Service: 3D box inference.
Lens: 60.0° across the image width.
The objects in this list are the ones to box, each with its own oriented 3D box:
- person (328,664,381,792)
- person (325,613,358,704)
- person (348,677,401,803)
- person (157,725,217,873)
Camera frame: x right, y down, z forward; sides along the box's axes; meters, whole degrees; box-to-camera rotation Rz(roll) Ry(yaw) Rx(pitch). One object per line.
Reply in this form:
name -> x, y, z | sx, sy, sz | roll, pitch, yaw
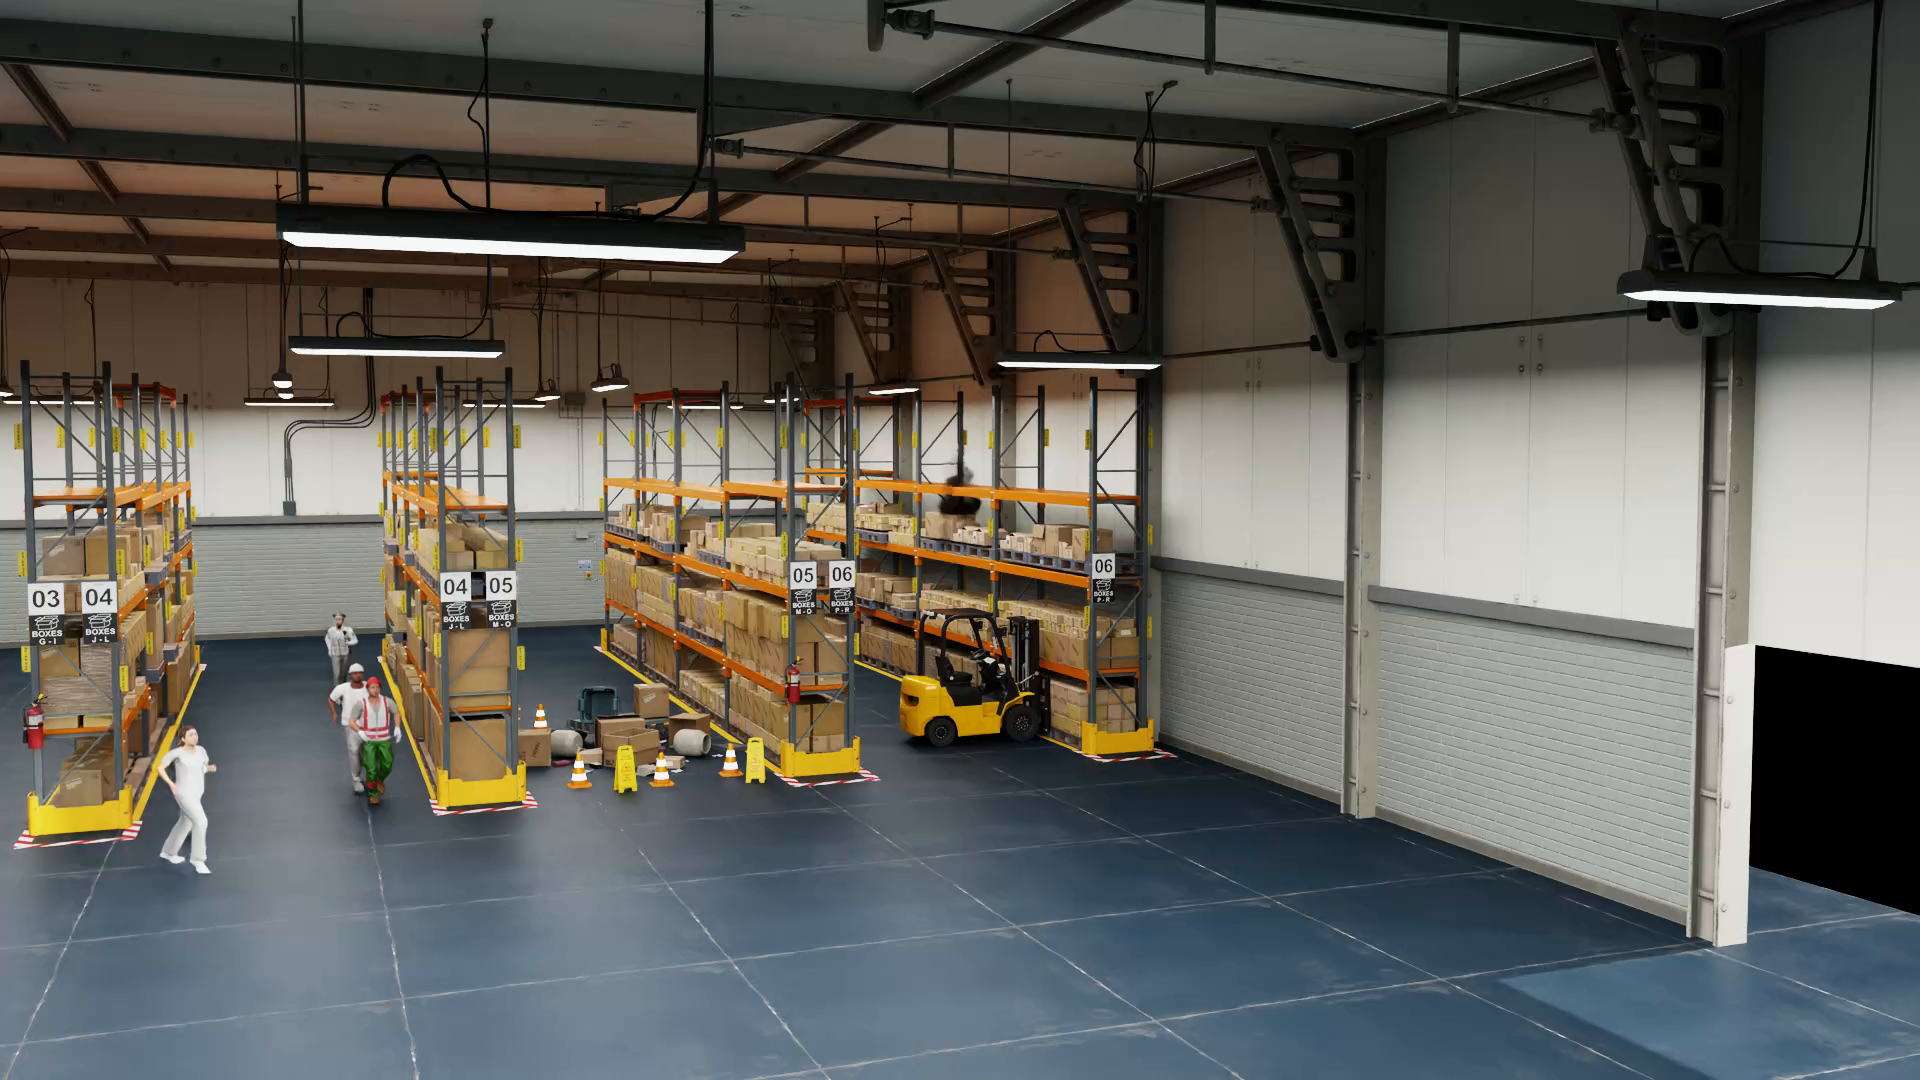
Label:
person -> -8.646, 2.653, 23.867 | 0.694, 1.767, 0.969 | -2, 4, -33
person -> -11.864, 2.237, 31.915 | 0.596, 1.723, 0.866 | -1, 4, -19
person -> -8.027, 2.748, 22.865 | 0.708, 1.735, 0.621 | -2, 4, -31
person -> -9.006, 3.030, 19.403 | 0.761, 1.693, 0.539 | 1, 4, 17
